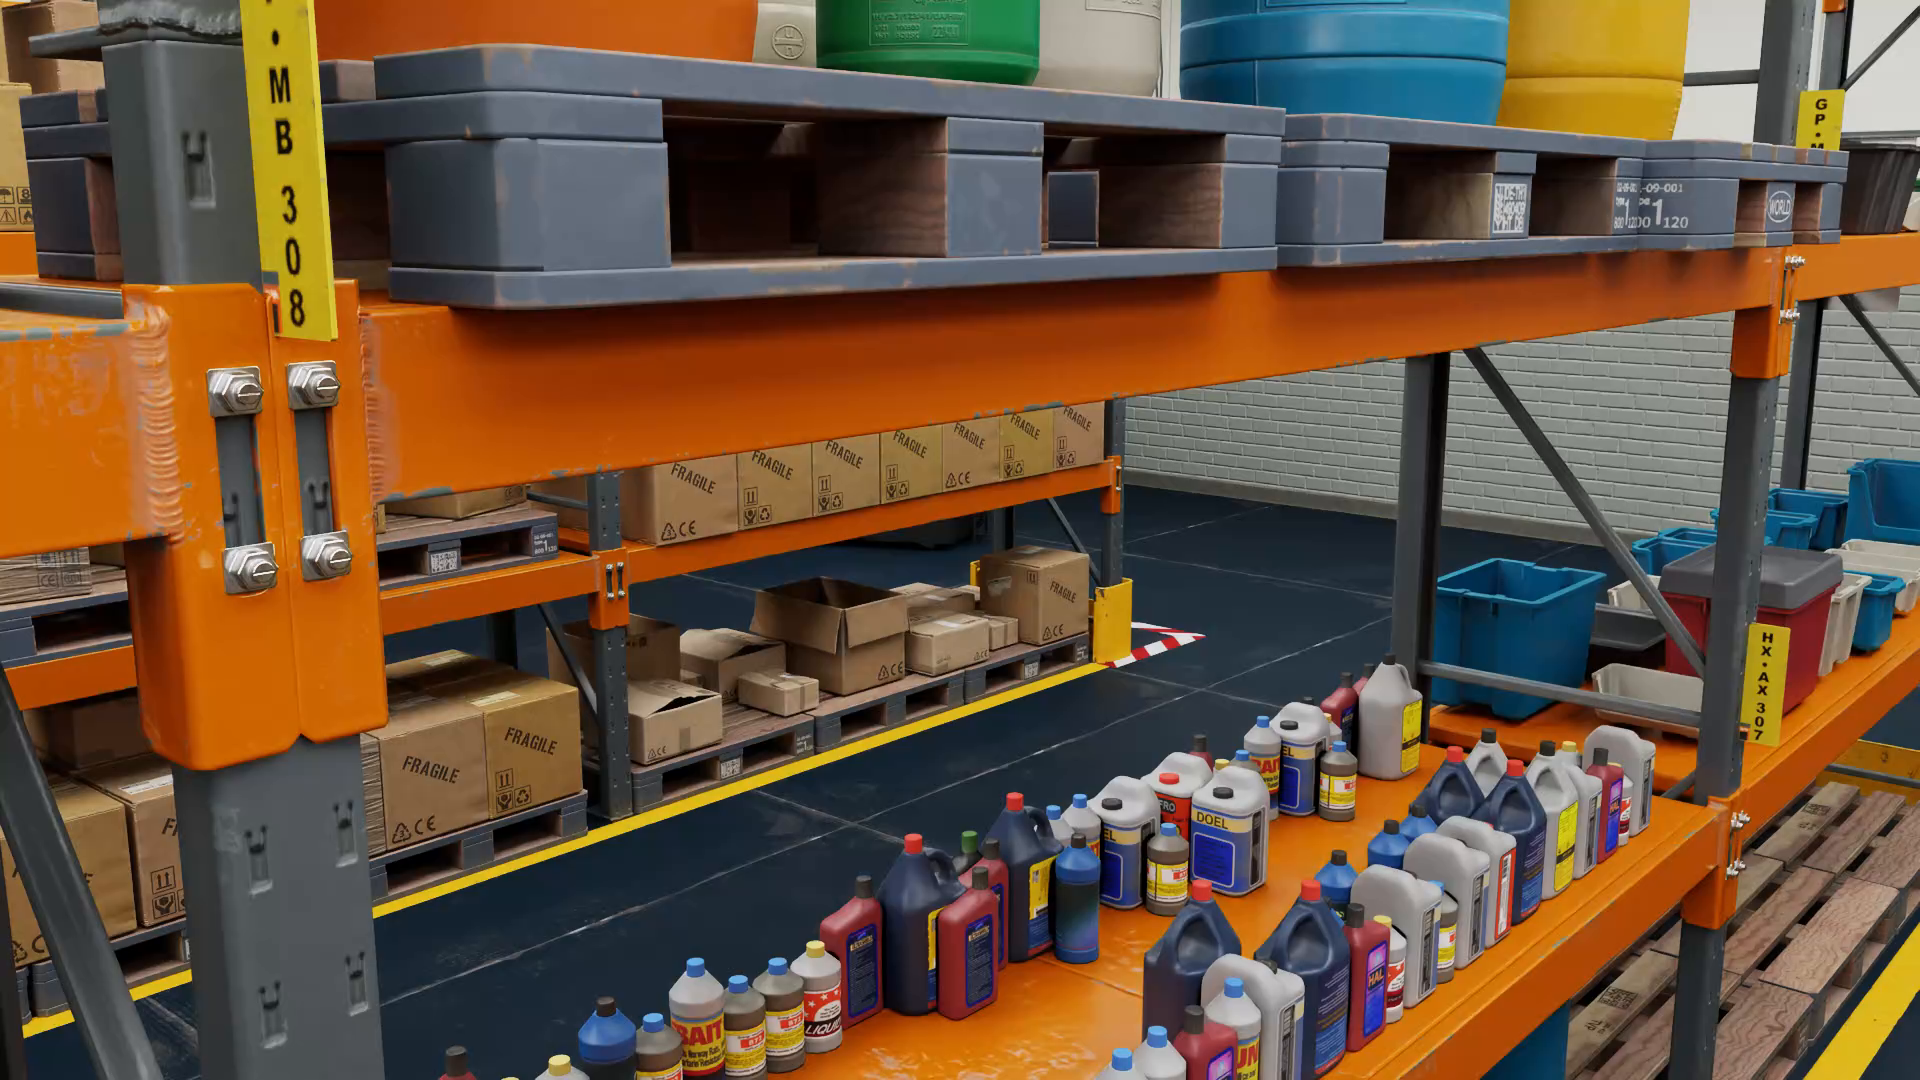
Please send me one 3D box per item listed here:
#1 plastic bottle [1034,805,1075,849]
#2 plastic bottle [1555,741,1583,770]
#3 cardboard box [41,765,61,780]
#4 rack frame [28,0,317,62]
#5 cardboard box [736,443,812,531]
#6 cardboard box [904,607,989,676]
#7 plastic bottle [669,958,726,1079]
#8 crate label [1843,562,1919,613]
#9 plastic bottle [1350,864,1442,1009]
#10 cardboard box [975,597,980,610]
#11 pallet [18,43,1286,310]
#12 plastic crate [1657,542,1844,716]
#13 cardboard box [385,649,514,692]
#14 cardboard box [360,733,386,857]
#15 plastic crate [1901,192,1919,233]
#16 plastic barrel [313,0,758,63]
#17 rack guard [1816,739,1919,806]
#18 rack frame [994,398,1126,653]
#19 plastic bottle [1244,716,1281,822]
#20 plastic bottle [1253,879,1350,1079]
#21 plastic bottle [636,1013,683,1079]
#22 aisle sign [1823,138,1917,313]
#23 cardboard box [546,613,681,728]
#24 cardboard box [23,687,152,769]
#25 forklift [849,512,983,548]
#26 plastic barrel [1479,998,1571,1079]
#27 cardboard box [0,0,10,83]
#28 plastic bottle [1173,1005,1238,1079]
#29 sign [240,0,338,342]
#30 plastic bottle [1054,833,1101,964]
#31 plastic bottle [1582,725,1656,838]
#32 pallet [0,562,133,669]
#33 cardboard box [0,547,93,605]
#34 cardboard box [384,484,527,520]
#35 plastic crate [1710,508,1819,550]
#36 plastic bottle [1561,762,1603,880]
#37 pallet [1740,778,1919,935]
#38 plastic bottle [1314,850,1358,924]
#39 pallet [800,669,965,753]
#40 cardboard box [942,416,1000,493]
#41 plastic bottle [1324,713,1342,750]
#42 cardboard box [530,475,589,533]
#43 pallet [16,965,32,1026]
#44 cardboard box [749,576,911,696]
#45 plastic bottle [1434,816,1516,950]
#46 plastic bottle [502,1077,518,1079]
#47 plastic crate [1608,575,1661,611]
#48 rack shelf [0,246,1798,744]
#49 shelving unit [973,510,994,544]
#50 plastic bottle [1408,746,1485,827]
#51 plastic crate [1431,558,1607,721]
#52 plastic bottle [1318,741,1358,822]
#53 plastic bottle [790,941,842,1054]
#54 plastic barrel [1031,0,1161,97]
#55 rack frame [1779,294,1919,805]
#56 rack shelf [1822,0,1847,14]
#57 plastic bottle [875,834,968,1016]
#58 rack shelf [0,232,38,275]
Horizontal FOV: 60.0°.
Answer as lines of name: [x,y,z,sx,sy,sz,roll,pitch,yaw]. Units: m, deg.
plastic bottle: [0.208,0.729,3.730,0.097,0.271,0.097,0,11,0]
plastic bottle: [1.602,0.633,4.391,0.097,0.201,0.097,0,11,0]
cardboard box: [-3.850,1.163,6.491,0.500,0.500,0.500,9,14,38]
rack frame: [-0.915,-1.904,1.270,1.000,3.000,0.127,10,15,40]
cardboard box: [-1.116,-0.356,8.582,0.500,0.500,0.500,10,15,41]
cardboard box: [-0.176,0.600,9.946,0.500,0.250,0.500,10,15,40]
plastic bottle: [-0.469,0.880,2.974,0.097,0.271,0.097,0,11,0]
crate label: [3.596,0.189,6.628,0.396,0.136,0.243,10,15,40]
plastic bottle: [0.892,0.792,3.406,0.152,0.276,0.135,10,15,40]
cardboard box: [-0.052,0.447,10.924,0.380,0.166,0.250,10,15,40]
pallet: [-0.336,-0.441,2.083,1.003,0.211,1.213,10,15,40]
plastic crate: [2.503,0.289,5.287,0.402,0.464,0.583,10,15,40]
cardboard box: [-2.495,0.858,8.017,0.500,0.500,0.500,9,14,38]
cardboard box: [-2.767,1.073,6.938,0.500,0.500,0.500,10,15,41]
plastic crate: [3.188,-1.145,5.800,0.437,0.136,0.530,10,15,40]
plastic barrel: [-0.538,-0.933,1.897,0.600,0.830,0.708,10,15,40]
rack guard: [4.372,1.081,8.022,1.175,0.500,0.348,10,15,40]
rack frame: [0.648,-0.780,10.960,1.000,3.000,0.127,10,15,40]
plastic bottle: [0.795,0.598,4.385,0.097,0.271,0.097,0,11,0]
plastic bottle: [0.638,0.813,3.109,0.144,0.351,0.185,10,15,40]
plastic bottle: [-0.533,0.929,2.910,0.097,0.201,0.097,0,11,0]
aisle sign: [4.190,-1.463,7.741,0.394,0.787,0.004,10,15,40]
cardboard box: [-1.830,0.698,8.818,0.500,0.500,0.500,10,15,40]
cardboard box: [-3.486,0.711,6.837,0.500,0.250,0.500,9,15,39]
forklift: [-1.363,-1.504,14.760,3.031,2.935,1.130,3,12,15]
plastic barrel: [1.354,1.350,4.579,0.600,0.901,0.708,10,15,40]
cardboard box: [-3.667,-1.827,5.734,0.500,0.500,0.500,10,15,40]
plastic bottle: [0.411,0.909,2.800,0.061,0.283,0.133,10,15,40]
sign: [-0.497,-0.312,1.223,0.100,0.325,0.005,10,15,40]
plastic bottle: [0.252,0.762,3.565,0.097,0.271,0.097,0,11,0]
plastic bottle: [1.708,0.610,4.317,0.152,0.276,0.135,10,15,40]
pallet: [-3.353,0.204,6.521,1.003,0.211,1.213,10,15,40]
cardboard box: [-3.555,-0.075,6.103,0.500,0.500,0.700,-9,14,-37]
cardboard box: [-2.473,-0.406,7.758,0.700,0.500,0.500,4,12,21]
plastic crate: [3.521,0.004,7.308,0.416,0.233,0.300,10,15,40]
plastic bottle: [1.467,0.663,4.048,0.152,0.276,0.135,10,15,40]
pallet: [3.793,1.344,7.441,1.003,0.211,1.213,10,15,40]
plastic bottle: [0.786,0.780,3.474,0.097,0.271,0.097,0,11,0]
pallet: [-0.733,0.894,9.695,1.003,0.211,1.213,10,15,40]
cardboard box: [-0.117,-0.579,9.696,0.500,0.500,0.500,10,15,41]
plastic bottle: [1.013,0.584,4.635,0.097,0.201,0.097,0,11,0]
cardboard box: [-1.855,-0.348,8.538,0.500,0.500,0.500,10,15,41]
pallet: [-4.112,1.659,5.866,1.003,0.211,1.213,10,15,40]
cardboard box: [-0.756,0.540,9.602,0.797,0.503,0.637,10,15,40]
plastic bottle: [1.134,0.738,3.676,0.152,0.276,0.135,10,15,40]
plastic bottle: [-0.726,0.972,2.694,0.097,0.201,0.097,0,11,0]
plastic crate: [2.649,0.254,6.301,0.293,0.136,0.466,10,15,40]
rack shelf: [0.405,-0.375,3.108,1.077,0.370,4.000,10,15,40]
shelving unit: [0.270,-0.575,14.528,0.258,1.200,0.189,8,14,34]
plastic bottle: [1.134,0.659,3.877,0.144,0.351,0.185,10,15,40]
plastic crate: [1.778,0.315,5.365,0.392,0.384,0.575,10,15,40]
plastic bottle: [0.998,0.633,4.393,0.097,0.201,0.097,0,11,0]
plastic bottle: [-0.276,0.872,3.196,0.097,0.201,0.097,0,11,0]
plastic barrel: [0.142,-0.986,2.913,0.433,0.535,0.433,0,11,0]
rack frame: [4.366,-0.139,7.751,1.000,3.000,0.127,10,15,40]
rack shelf: [3.046,-2.238,5.799,1.077,0.370,4.000,10,15,40]
plastic bottle: [-0.077,0.761,3.369,0.144,0.351,0.185,10,15,40]
rack shelf: [-3.313,-1.016,6.317,1.077,0.370,4.000,10,15,40]
